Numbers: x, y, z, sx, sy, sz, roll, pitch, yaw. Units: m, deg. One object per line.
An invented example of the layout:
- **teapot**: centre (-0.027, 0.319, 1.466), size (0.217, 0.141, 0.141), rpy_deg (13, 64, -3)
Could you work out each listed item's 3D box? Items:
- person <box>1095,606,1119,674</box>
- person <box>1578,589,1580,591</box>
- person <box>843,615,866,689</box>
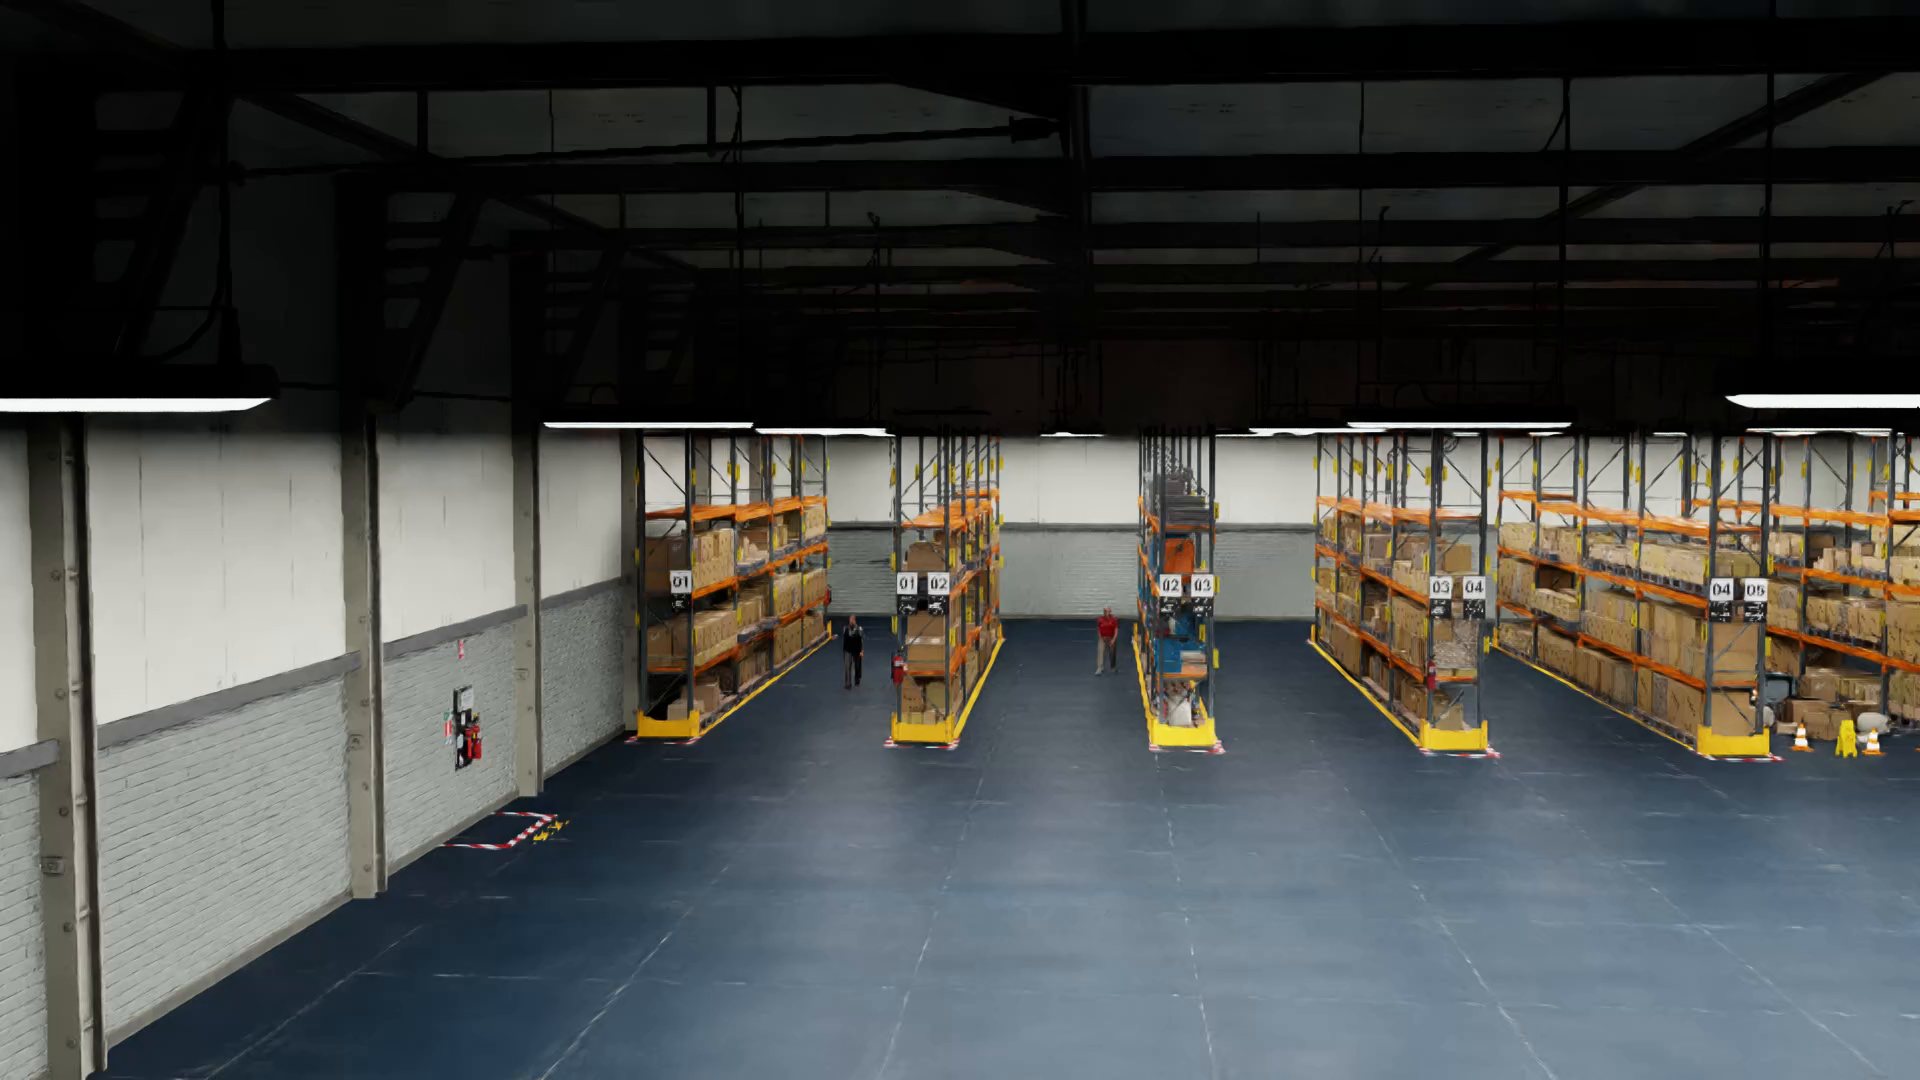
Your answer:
- **person**: centre (3.590, 2.420, 40.394), size (0.533, 1.658, 1.040), rpy_deg (1, 4, 13)
- **person**: centre (16.885, 2.147, 45.398), size (0.419, 1.603, 0.502), rpy_deg (-1, 4, -18)
- **person**: centre (-2.441, 2.559, 38.281), size (0.553, 1.673, 1.030), rpy_deg (0, 3, 4)
